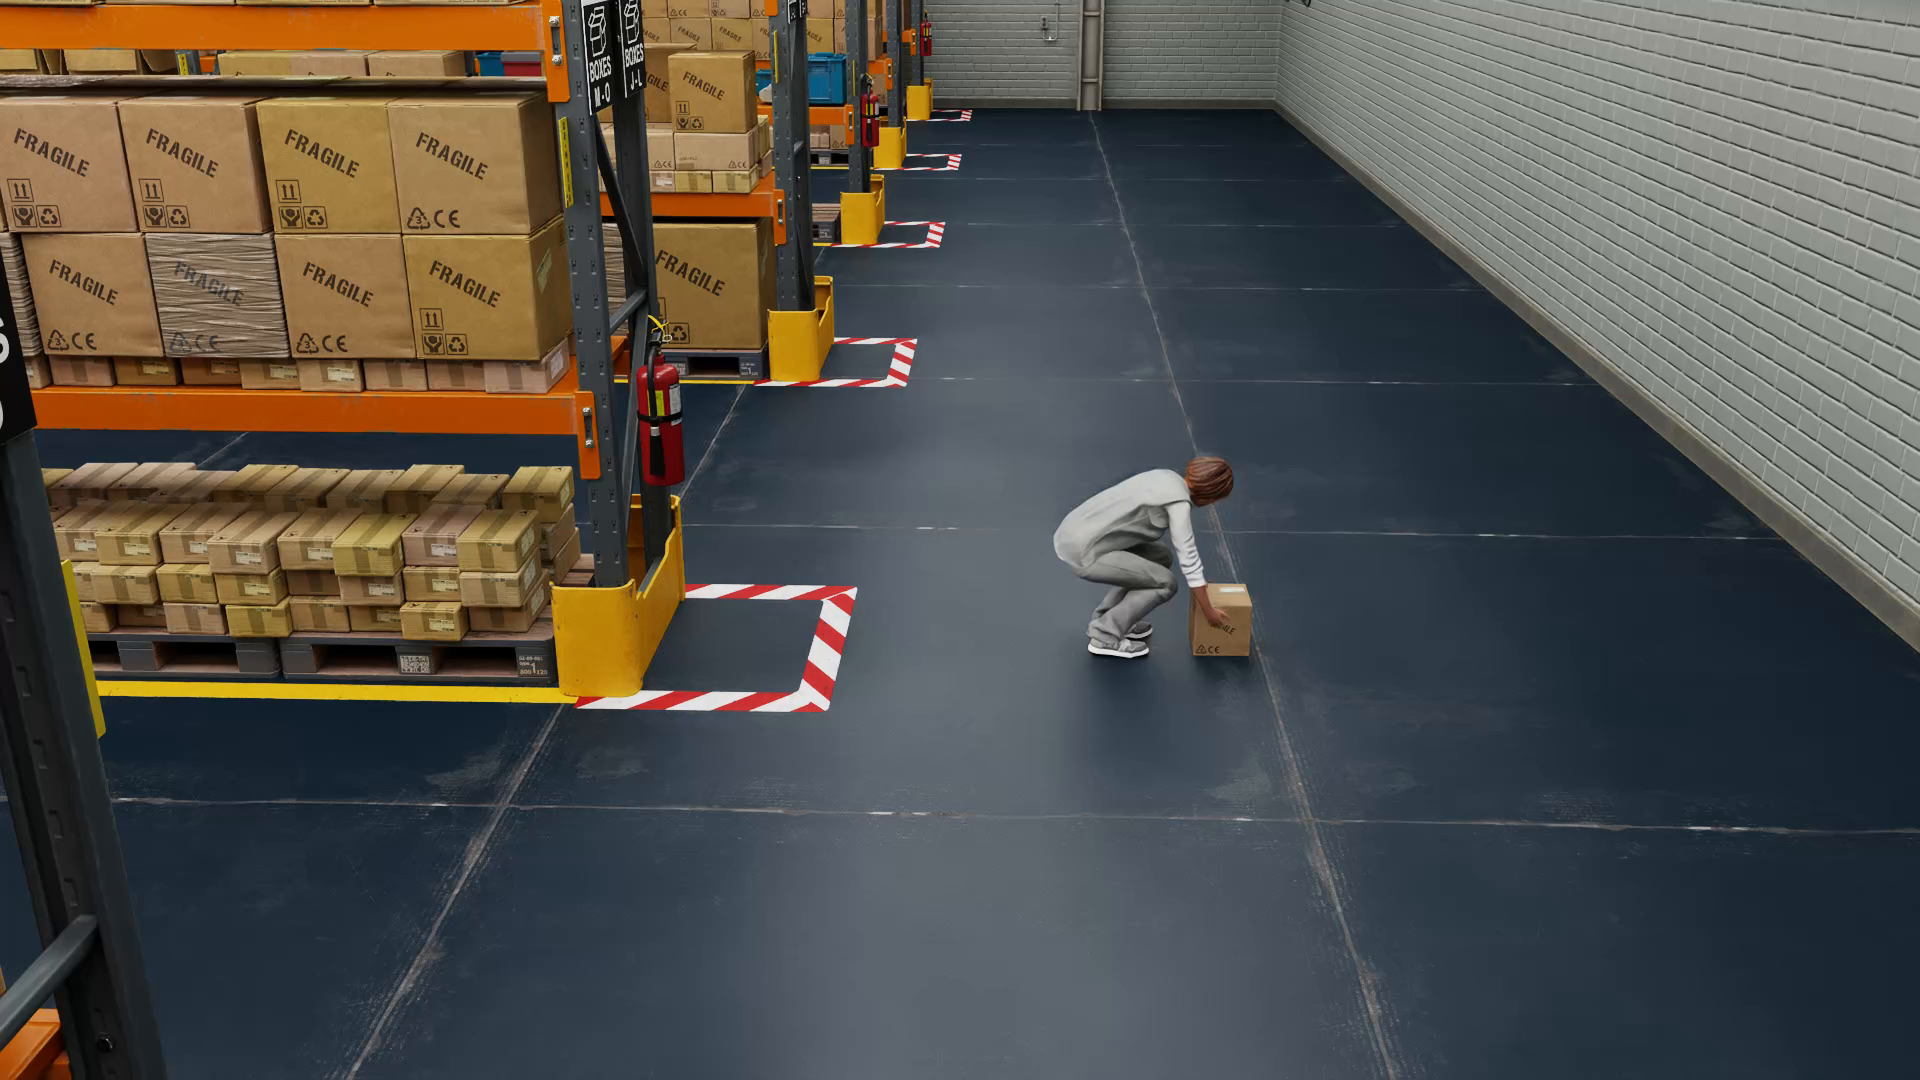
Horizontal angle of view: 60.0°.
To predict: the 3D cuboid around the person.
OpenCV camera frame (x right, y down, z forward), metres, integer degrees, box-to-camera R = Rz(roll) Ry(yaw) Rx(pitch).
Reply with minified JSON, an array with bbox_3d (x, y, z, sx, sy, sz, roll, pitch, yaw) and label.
[{"bbox_3d":[0.811,0.057,7.438,0.795,0.886,0.447,1,21,2],"label":"person"}]
